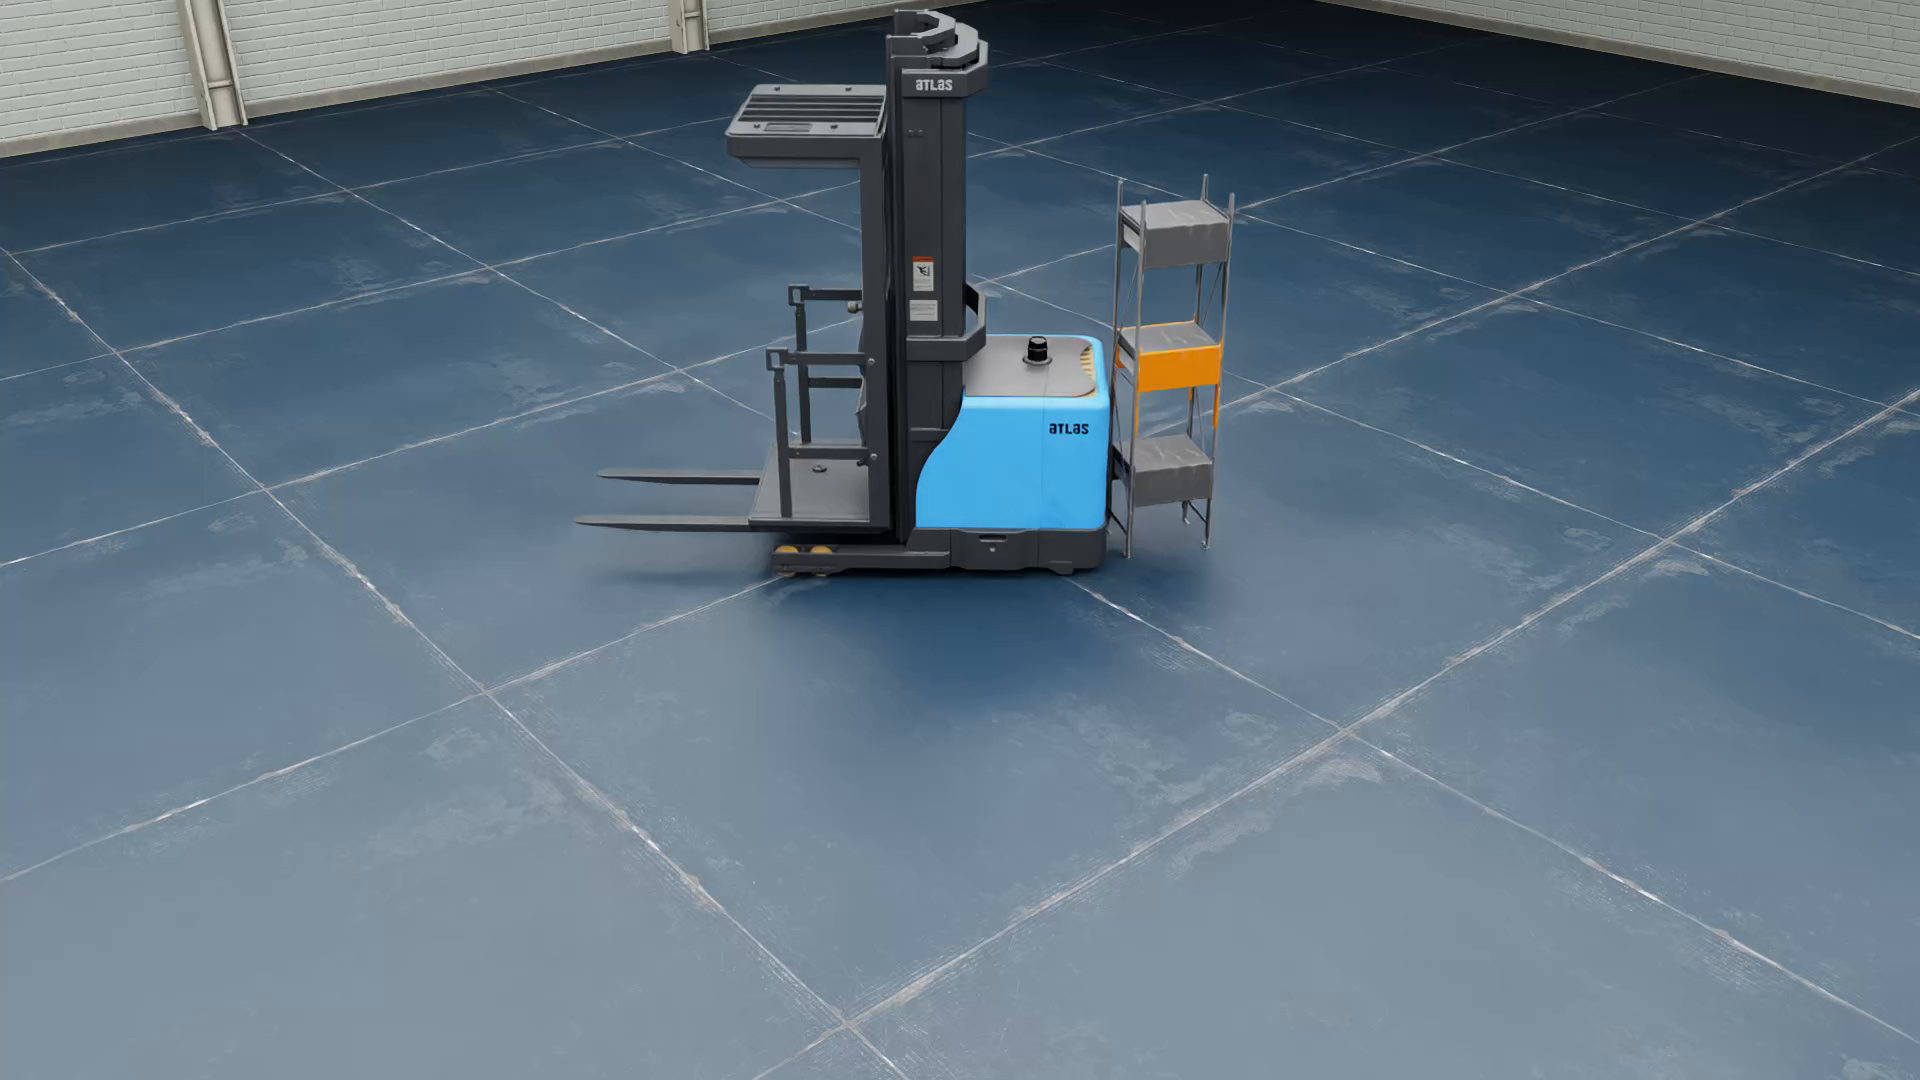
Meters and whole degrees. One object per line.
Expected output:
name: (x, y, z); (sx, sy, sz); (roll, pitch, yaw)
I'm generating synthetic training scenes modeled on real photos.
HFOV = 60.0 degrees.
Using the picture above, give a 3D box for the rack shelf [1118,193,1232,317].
rack shelf: (1.139, -1.536, 8.936); (0.480, 0.518, 0.431); (-7, 29, -12)

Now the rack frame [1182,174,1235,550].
rack frame: (1.381, -0.962, 9.313); (0.015, 2.100, 0.400); (-7, 29, -12)

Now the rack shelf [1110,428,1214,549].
rack shelf: (1.151, -0.303, 9.598); (0.480, 0.518, 0.431); (-7, 29, -12)

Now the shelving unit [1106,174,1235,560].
shelving unit: (1.145, -0.931, 9.260); (0.503, 2.100, 0.431); (-7, 29, -12)

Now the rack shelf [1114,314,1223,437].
rack shelf: (1.145, -0.919, 9.267); (0.480, 0.518, 0.431); (-7, 29, -12)

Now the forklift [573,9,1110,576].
forklift: (-0.683, -1.337, 9.142); (3.031, 2.935, 1.130); (1, 28, 1)

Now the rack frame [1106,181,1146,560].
rack frame: (0.909, -0.901, 9.208); (0.015, 2.100, 0.400); (-7, 29, -12)

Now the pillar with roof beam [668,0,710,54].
pillar with roof beam: (-0.728, -8.832, 16.729); (0.400, 9.000, 9.100); (-22, 35, -35)

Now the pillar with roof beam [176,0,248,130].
pillar with roof beam: (-5.293, -6.997, 13.295); (0.400, 9.000, 9.100); (-22, 35, -35)
